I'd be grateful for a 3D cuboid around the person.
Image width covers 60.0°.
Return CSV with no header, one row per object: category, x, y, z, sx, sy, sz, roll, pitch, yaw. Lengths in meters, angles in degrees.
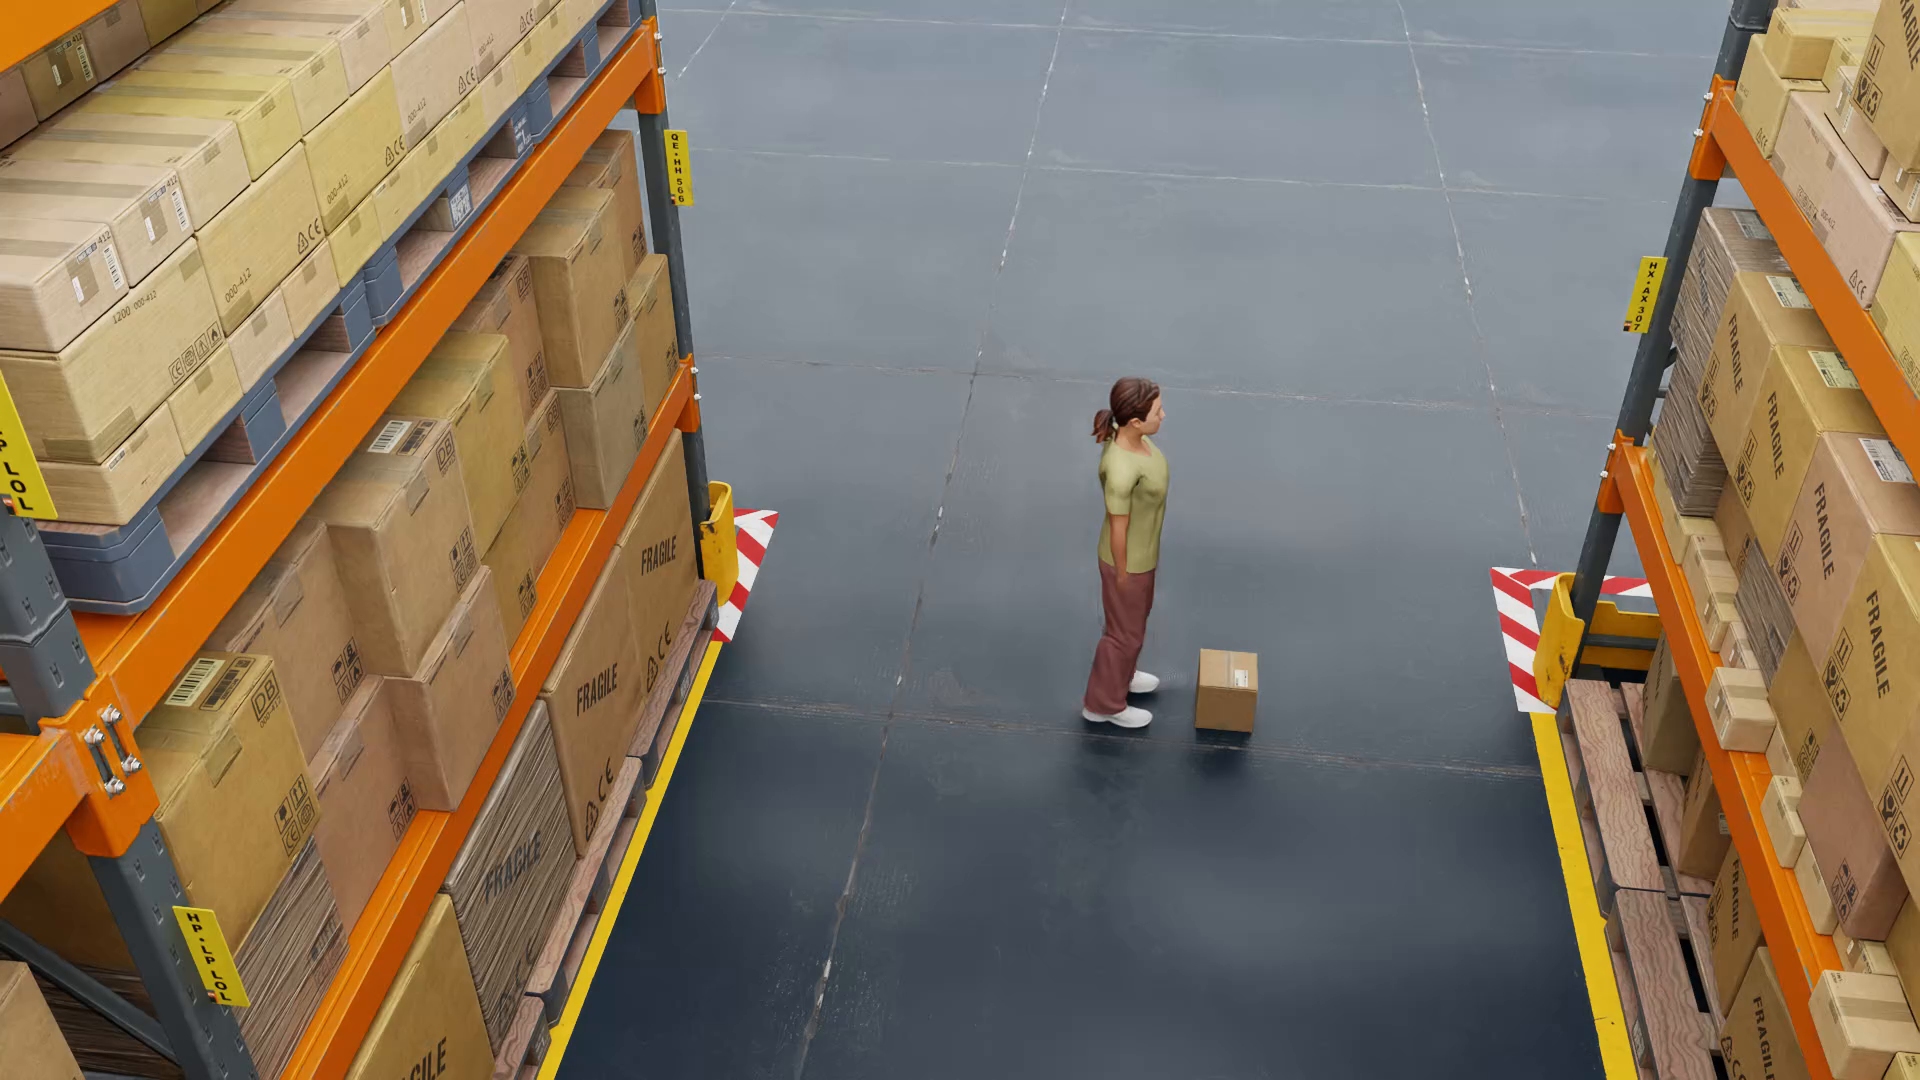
person,0.701,0.048,6.981,0.370,1.668,0.441,5,37,7
